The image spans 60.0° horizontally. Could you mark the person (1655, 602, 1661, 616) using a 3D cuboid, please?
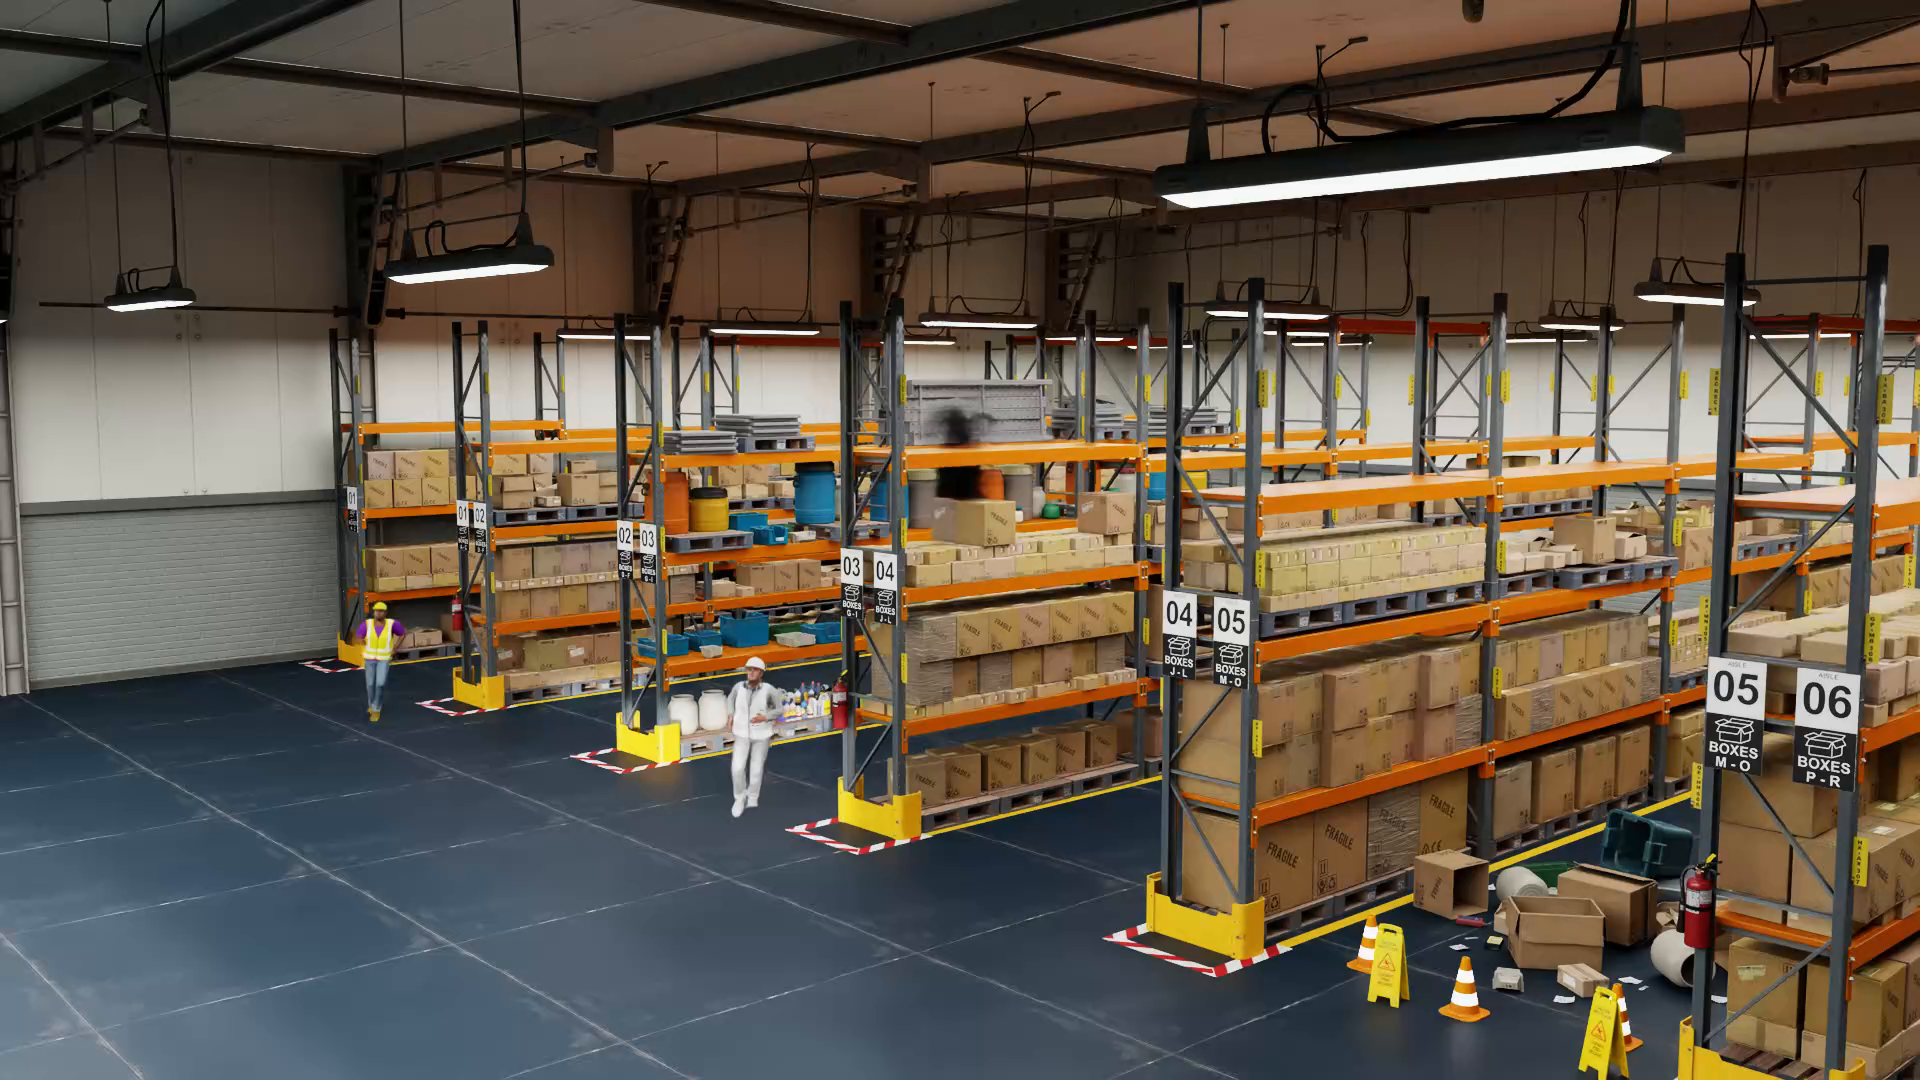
[{"bbox_3d":[10.547,1.827,24.977,0.717,1.822,0.683,-4,7,-38],"label":"person"}]

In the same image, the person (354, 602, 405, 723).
[{"bbox_3d":[-8.744,1.831,25.041,0.695,1.825,0.737,-1,6,-7],"label":"person"}]

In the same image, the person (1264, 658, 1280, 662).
[{"bbox_3d":[3.720,2.175,19.818,0.722,1.737,0.664,5,8,42],"label":"person"}]

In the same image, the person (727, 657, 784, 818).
[{"bbox_3d":[-2.288,2.187,18.518,0.677,1.790,0.652,0,6,4],"label":"person"}]
